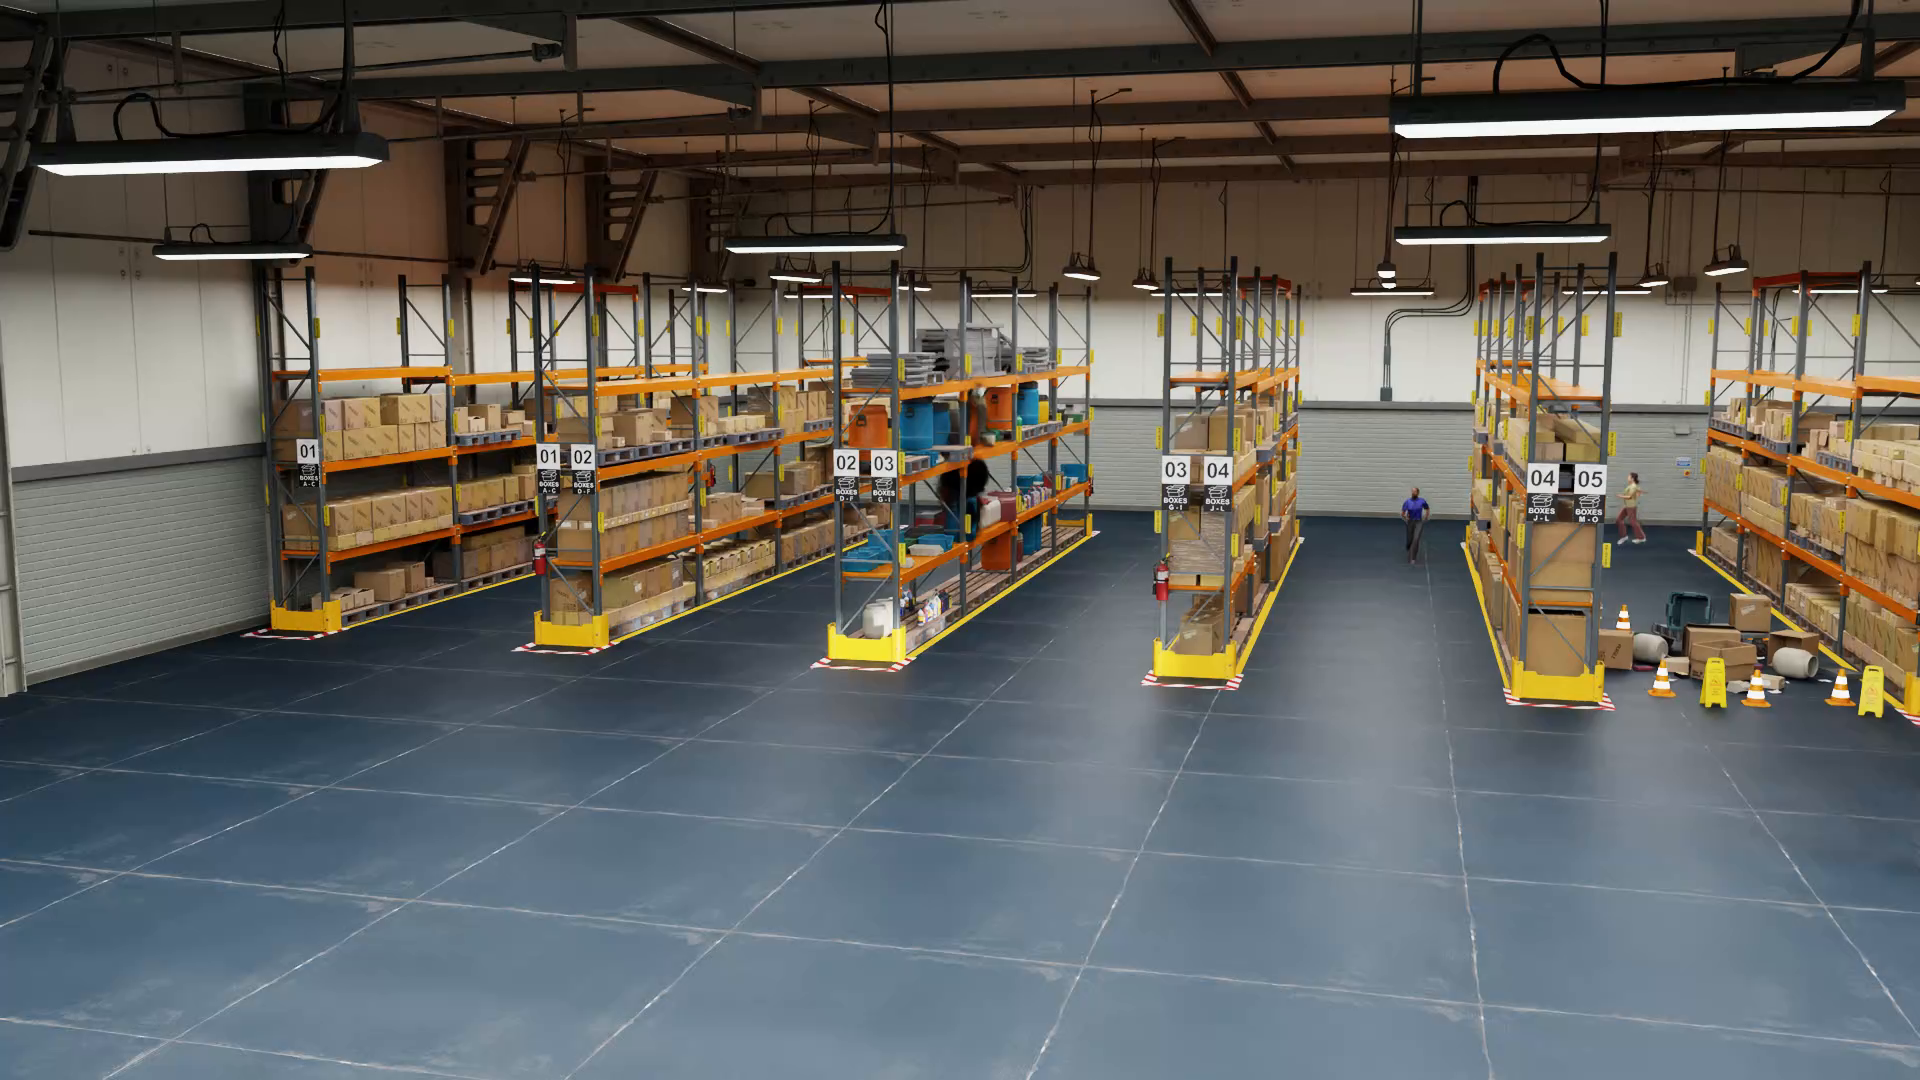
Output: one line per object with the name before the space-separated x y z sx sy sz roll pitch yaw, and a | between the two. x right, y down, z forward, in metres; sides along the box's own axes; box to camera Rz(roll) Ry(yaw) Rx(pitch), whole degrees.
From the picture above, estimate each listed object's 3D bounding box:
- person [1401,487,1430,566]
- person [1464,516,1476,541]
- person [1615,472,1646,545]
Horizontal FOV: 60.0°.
person | 9.754 -0.309 35.644 0.588 1.647 0.850 2 8 19
person | 12.303 -0.829 39.353 0.672 1.714 0.960 2 8 15
person | 15.558 -0.713 38.557 0.723 1.721 0.547 2 7 13
